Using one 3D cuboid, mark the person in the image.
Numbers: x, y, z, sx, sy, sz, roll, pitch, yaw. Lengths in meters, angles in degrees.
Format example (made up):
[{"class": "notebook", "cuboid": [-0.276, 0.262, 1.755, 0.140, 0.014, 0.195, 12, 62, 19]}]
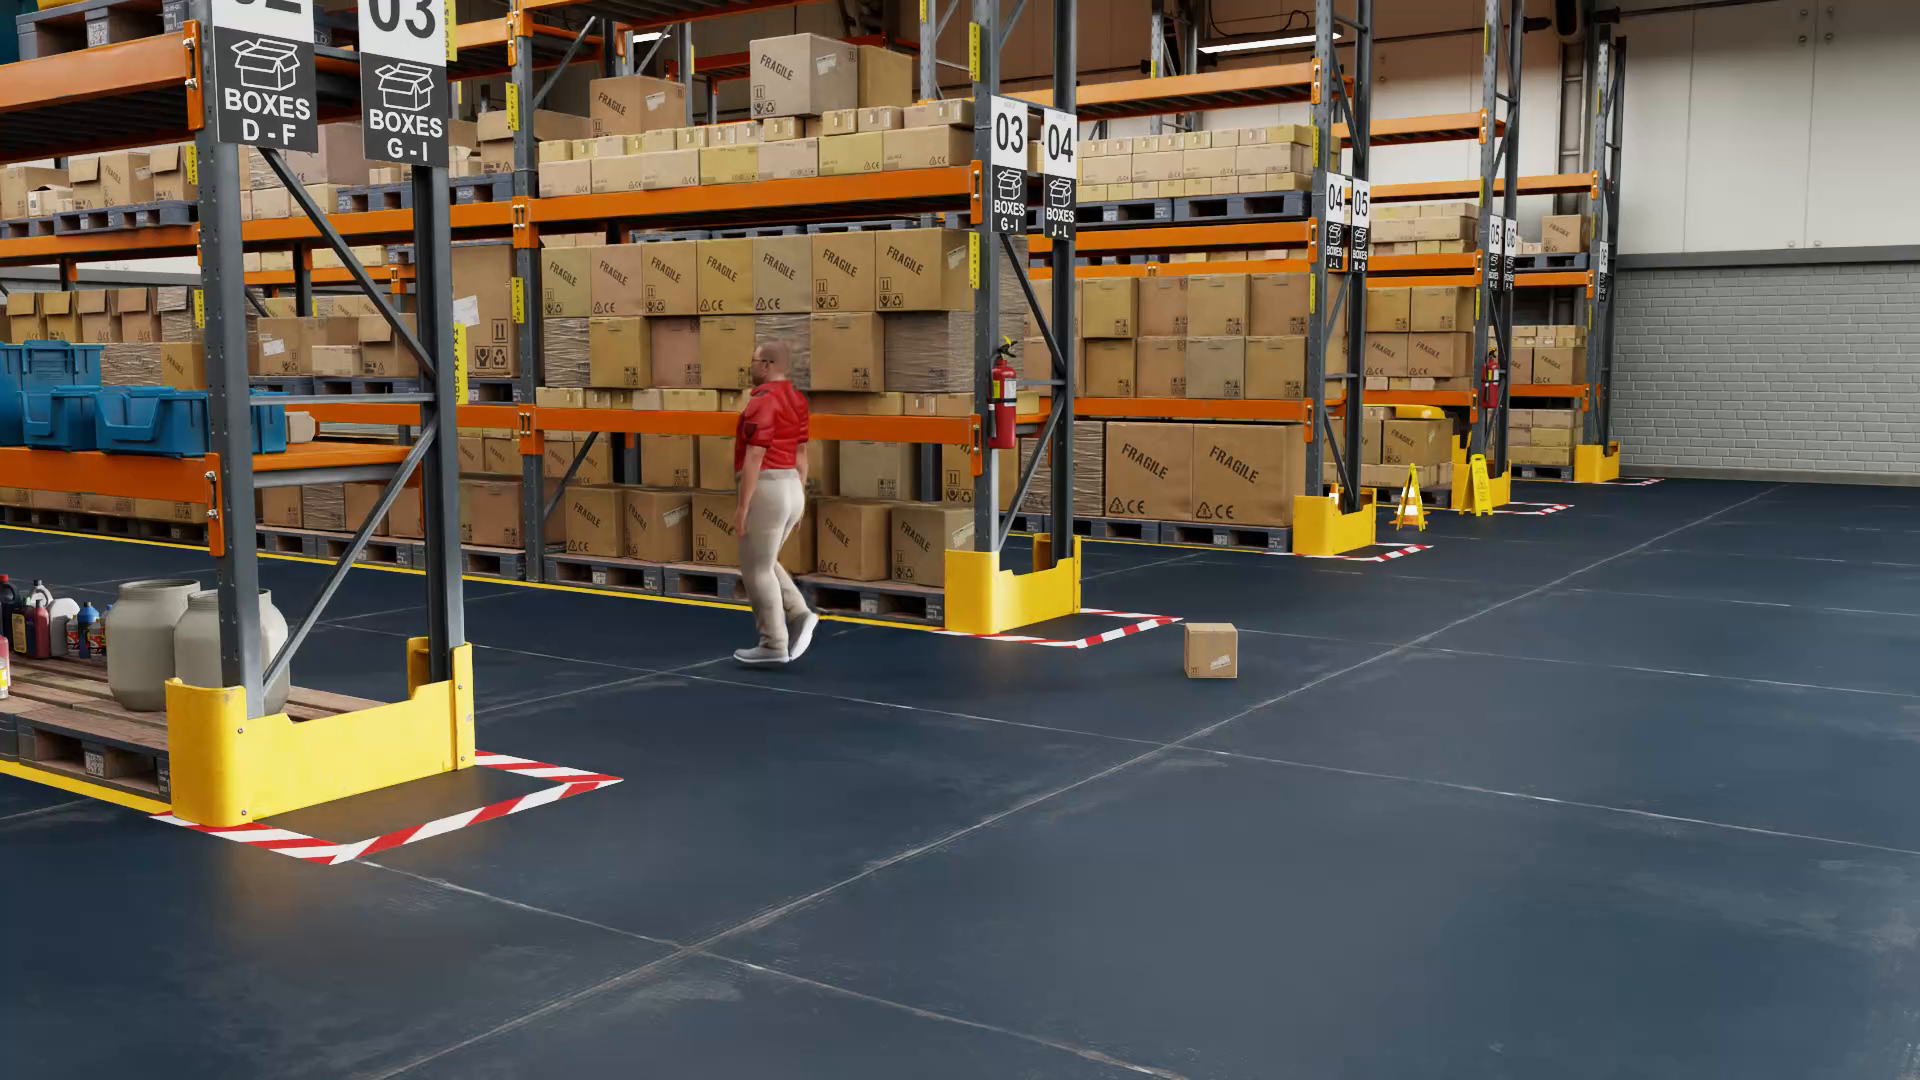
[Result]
[{"class": "person", "cuboid": [-1.033, -0.189, 8.899, 0.475, 1.737, 0.564, 2, 7, 21]}]
